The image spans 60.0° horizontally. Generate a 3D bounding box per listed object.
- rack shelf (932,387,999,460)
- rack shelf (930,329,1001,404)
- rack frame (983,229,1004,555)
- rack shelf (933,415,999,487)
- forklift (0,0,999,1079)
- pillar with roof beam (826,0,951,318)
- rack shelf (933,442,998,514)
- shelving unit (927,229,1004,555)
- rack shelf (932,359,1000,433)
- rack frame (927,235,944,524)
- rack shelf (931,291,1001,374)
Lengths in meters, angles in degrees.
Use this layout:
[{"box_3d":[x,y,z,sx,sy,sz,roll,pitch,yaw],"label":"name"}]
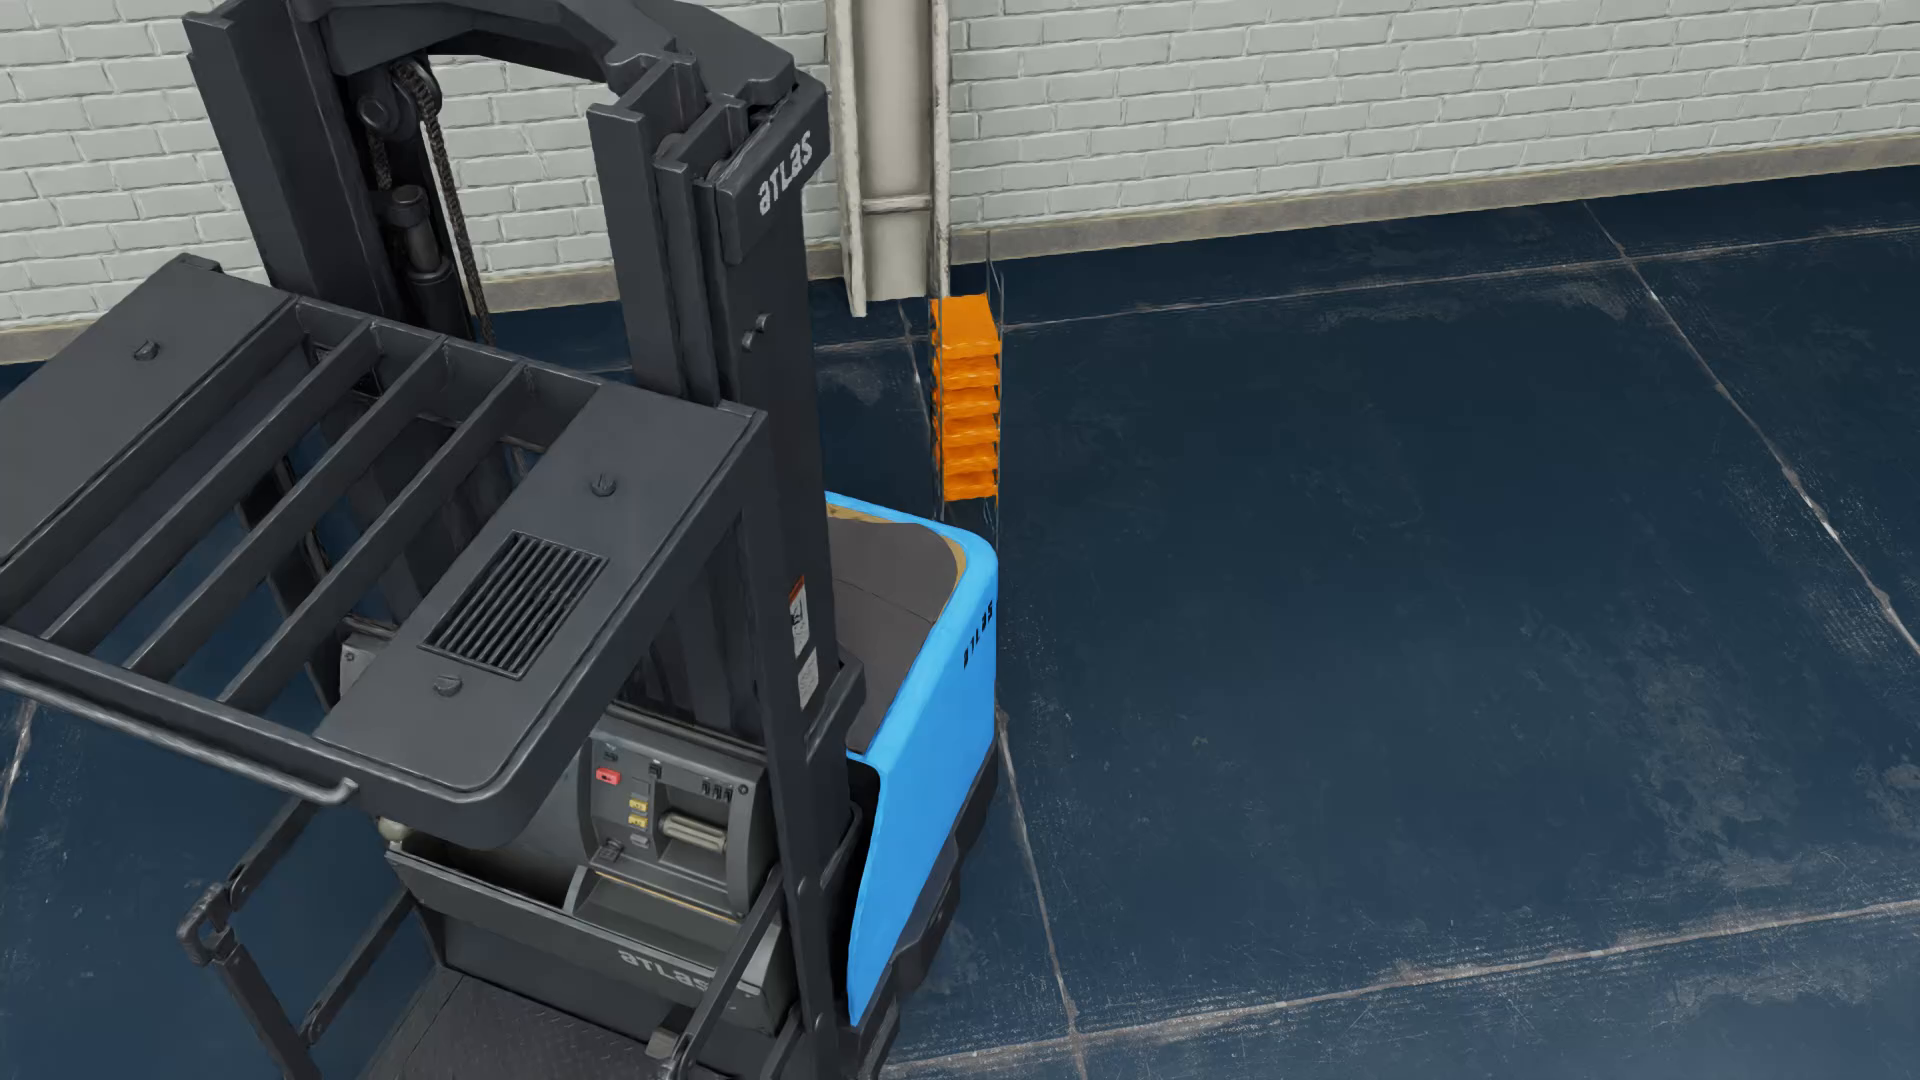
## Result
[{"box_3d":[0.014,-0.387,5.352,0.180,0.103,0.258,-7,46,-7],"label":"rack shelf"},{"box_3d":[0.014,-0.554,5.179,0.180,0.103,0.258,-7,46,-7],"label":"rack shelf"},{"box_3d":[0.104,-0.429,5.330,0.006,1.200,0.240,-7,46,-7],"label":"rack frame"},{"box_3d":[0.014,-0.304,5.438,0.180,0.103,0.258,-7,46,-7],"label":"rack shelf"},{"box_3d":[-0.901,0.583,3.153,1.130,2.935,3.031,16,48,15],"label":"forklift"},{"box_3d":[0.477,-1.083,0.545,0.400,9.000,9.100,-7,46,-7],"label":"pillar with roof beam"},{"box_3d":[0.014,-0.221,5.524,0.180,0.103,0.258,-7,46,-7],"label":"rack shelf"},{"box_3d":[0.014,-0.418,5.320,0.189,1.200,0.258,-7,46,-7],"label":"shelving unit"},{"box_3d":[0.014,-0.471,5.265,0.180,0.103,0.258,-7,46,-7],"label":"rack shelf"},{"box_3d":[-0.076,-0.407,5.309,0.006,1.200,0.240,-7,46,-7],"label":"rack frame"},{"box_3d":[0.014,-0.637,5.092,0.180,0.103,0.258,-7,46,-7],"label":"rack shelf"}]
